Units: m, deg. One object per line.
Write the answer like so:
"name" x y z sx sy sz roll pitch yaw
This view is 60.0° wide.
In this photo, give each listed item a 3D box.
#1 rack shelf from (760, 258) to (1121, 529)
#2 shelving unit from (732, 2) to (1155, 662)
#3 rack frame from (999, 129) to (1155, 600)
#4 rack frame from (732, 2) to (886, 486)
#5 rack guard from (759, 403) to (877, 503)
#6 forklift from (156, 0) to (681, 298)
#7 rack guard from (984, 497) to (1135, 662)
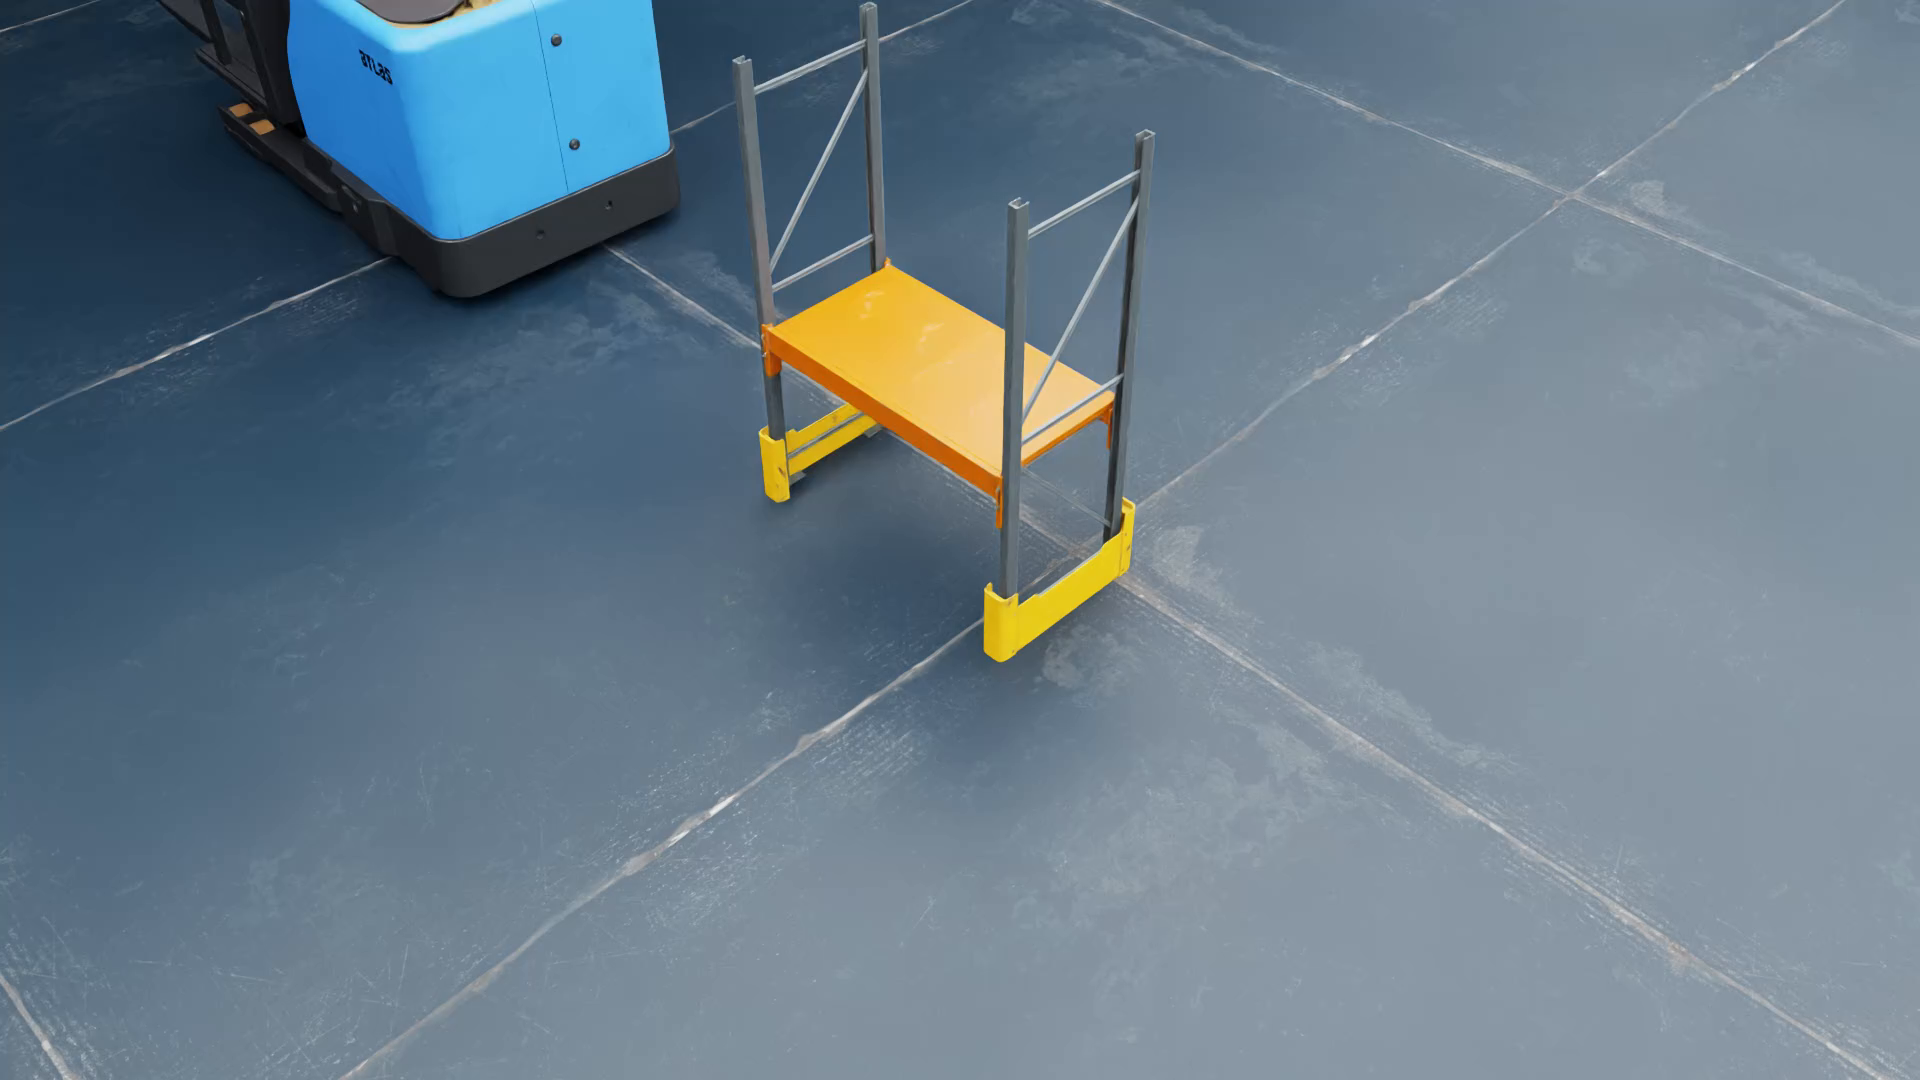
"rack shelf" -0.060 -0.460 4.907 0.538 0.185 1.000 -34 53 -31
"shelving unit" -0.054 -0.587 4.781 0.587 1.500 1.083 -34 53 -31
"rack frame" 0.299 -0.348 4.521 0.500 1.500 0.032 -34 53 -31
"rack frame" -0.419 -0.836 5.050 0.500 1.500 0.032 -34 53 -31
"rack guard" -0.406 -0.368 5.464 0.587 0.250 0.087 -34 53 -31
"forklift" -2.480 -2.876 6.203 1.130 2.935 3.031 -32 52 -30
"rack guard" 0.298 0.111 4.946 0.587 0.250 0.087 -34 53 -31
